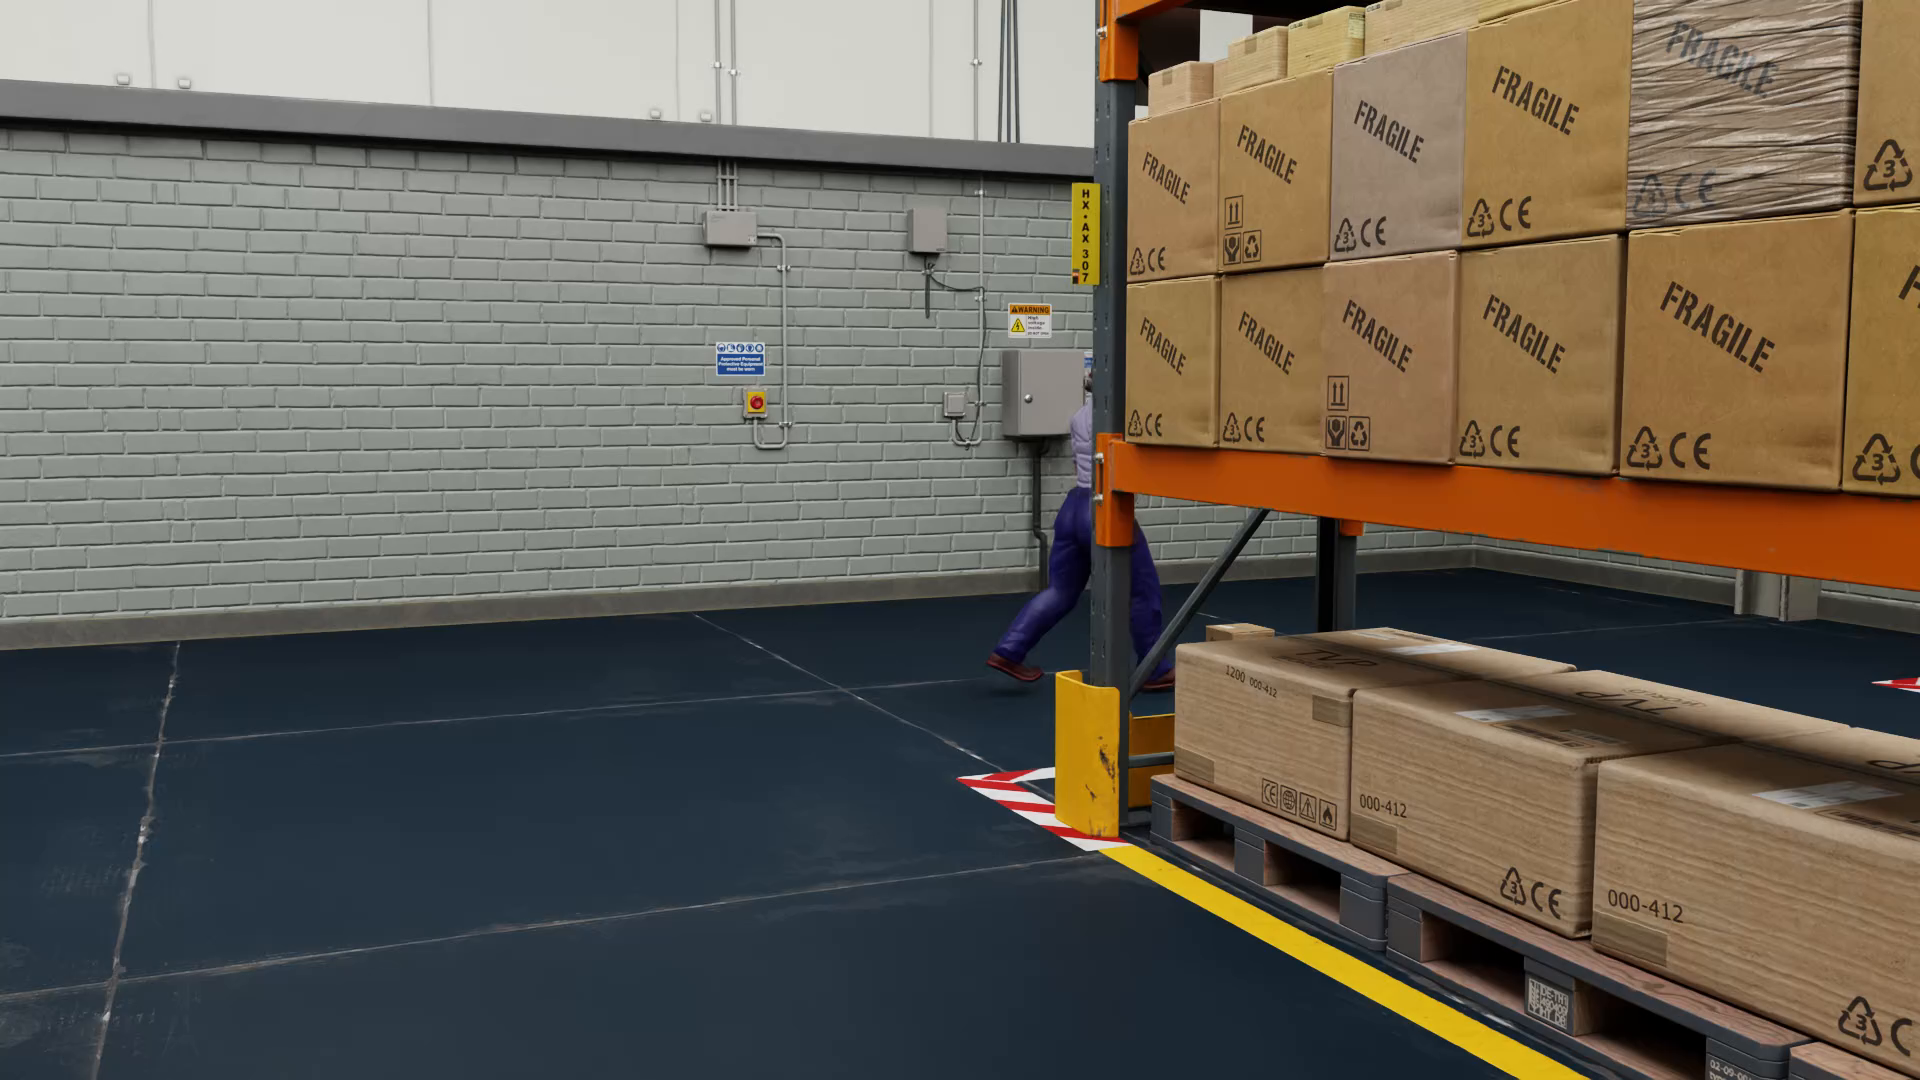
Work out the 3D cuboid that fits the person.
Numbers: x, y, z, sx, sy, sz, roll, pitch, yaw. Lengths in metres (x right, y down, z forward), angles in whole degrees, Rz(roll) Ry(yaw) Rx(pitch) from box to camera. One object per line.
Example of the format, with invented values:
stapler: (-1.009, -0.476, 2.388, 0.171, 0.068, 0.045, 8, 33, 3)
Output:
person: (0.663, -0.077, 7.943, 0.988, 1.601, 0.497, -3, 6, -26)
